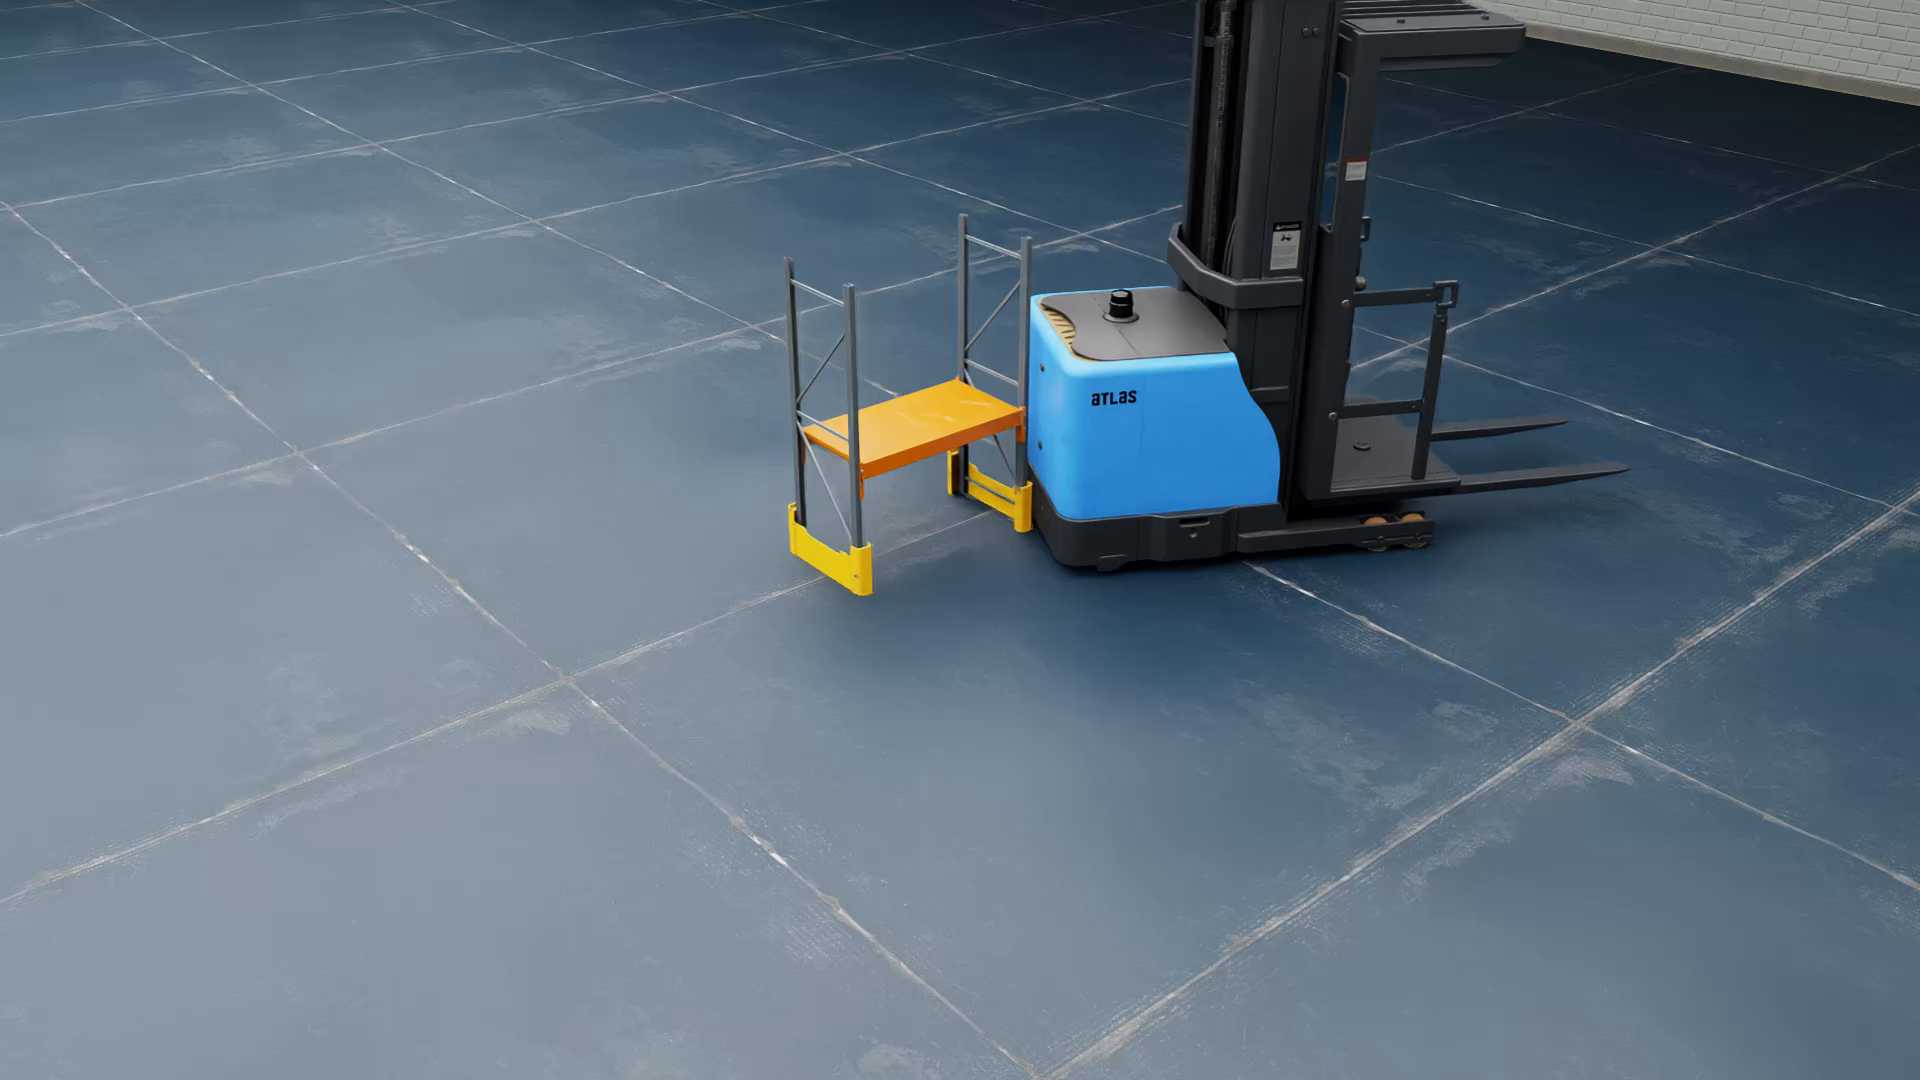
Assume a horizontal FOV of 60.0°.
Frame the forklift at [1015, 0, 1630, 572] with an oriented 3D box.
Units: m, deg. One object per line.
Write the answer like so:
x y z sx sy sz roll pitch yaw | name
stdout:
1.858 -1.474 7.899 3.031 2.935 1.130 -5 29 -10 | forklift

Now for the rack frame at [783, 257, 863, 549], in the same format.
-0.621 -0.513 7.618 0.032 1.500 0.500 -21 35 -34 | rack frame

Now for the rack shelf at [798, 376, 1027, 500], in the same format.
-0.229 -0.507 7.988 1.000 0.185 0.538 -21 35 -34 | rack shelf

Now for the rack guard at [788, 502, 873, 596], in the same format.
-0.620 0.038 7.913 0.087 0.250 0.587 -21 35 -34 | rack guard

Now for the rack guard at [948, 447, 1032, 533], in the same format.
0.148 -0.261 8.473 0.087 0.250 0.587 -21 35 -34 | rack guard

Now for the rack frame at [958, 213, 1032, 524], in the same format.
0.163 -0.818 8.189 0.032 1.500 0.500 -21 35 -34 | rack frame

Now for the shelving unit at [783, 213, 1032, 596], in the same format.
-0.236 -0.663 7.899 1.083 1.500 0.587 -21 35 -34 | shelving unit
